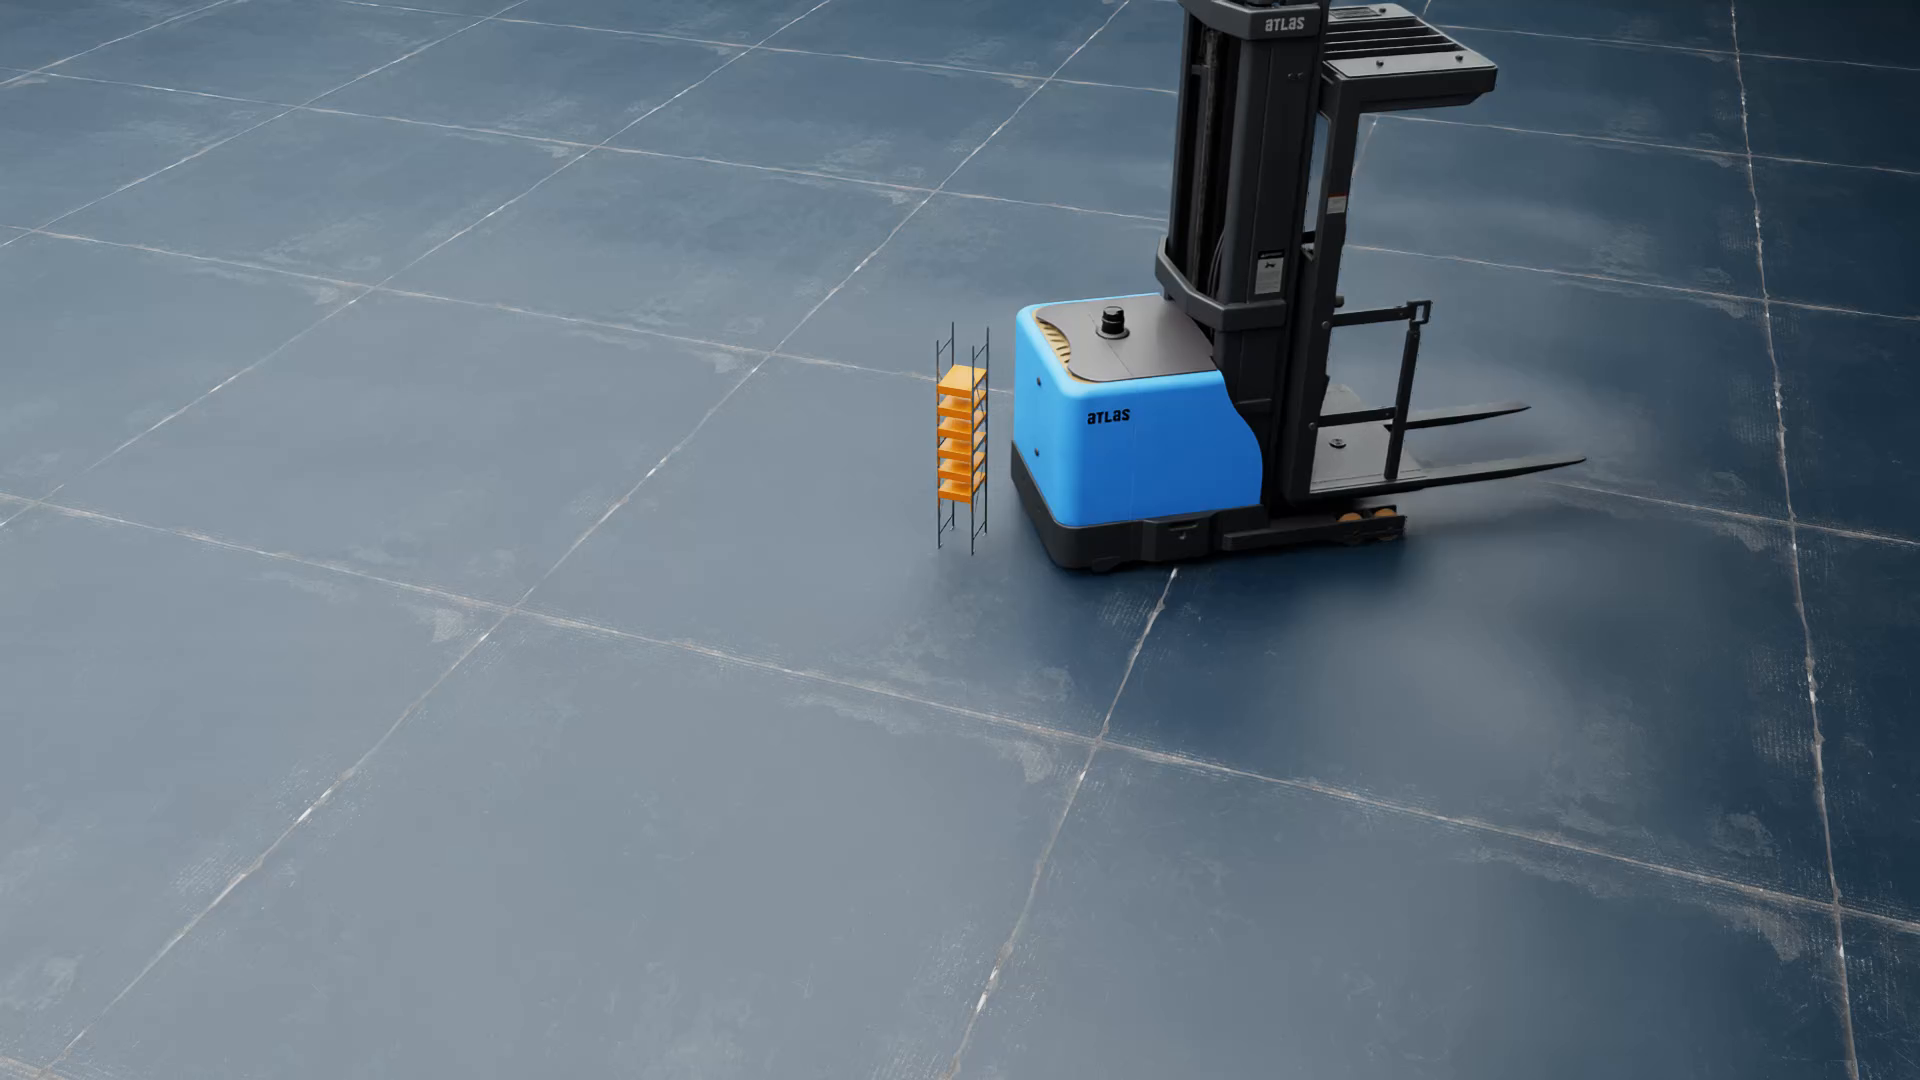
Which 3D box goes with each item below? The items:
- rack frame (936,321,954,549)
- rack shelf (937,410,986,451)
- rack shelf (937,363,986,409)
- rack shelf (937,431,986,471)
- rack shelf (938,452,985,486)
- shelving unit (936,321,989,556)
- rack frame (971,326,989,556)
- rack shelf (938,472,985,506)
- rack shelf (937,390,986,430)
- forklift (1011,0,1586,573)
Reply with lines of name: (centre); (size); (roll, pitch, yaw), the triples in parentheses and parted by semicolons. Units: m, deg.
rack frame: (-0.073, -0.518, 8.446); (0.006, 1.200, 0.240); (11, 34, 16)
rack shelf: (0.014, -0.565, 8.379); (0.180, 0.103, 0.258); (11, 34, 16)
rack shelf: (0.014, -0.767, 8.249); (0.180, 0.103, 0.258); (11, 34, 16)
rack shelf: (0.014, -0.464, 8.445); (0.180, 0.103, 0.258); (11, 34, 16)
rack shelf: (0.014, -0.363, 8.510); (0.180, 0.103, 0.258); (11, 34, 16)
shelving unit: (0.014, -0.501, 8.420); (0.189, 1.200, 0.258); (11, 34, 16)
rack frame: (0.100, -0.485, 8.395); (0.006, 1.200, 0.240); (11, 34, 16)
rack shelf: (0.014, -0.262, 8.575); (0.180, 0.103, 0.258); (11, 34, 16)
rack shelf: (0.014, -0.666, 8.314); (0.180, 0.103, 0.258); (11, 34, 16)
forklift: (1.851, -1.476, 8.335); (3.031, 2.935, 1.130); (-7, 34, -11)
